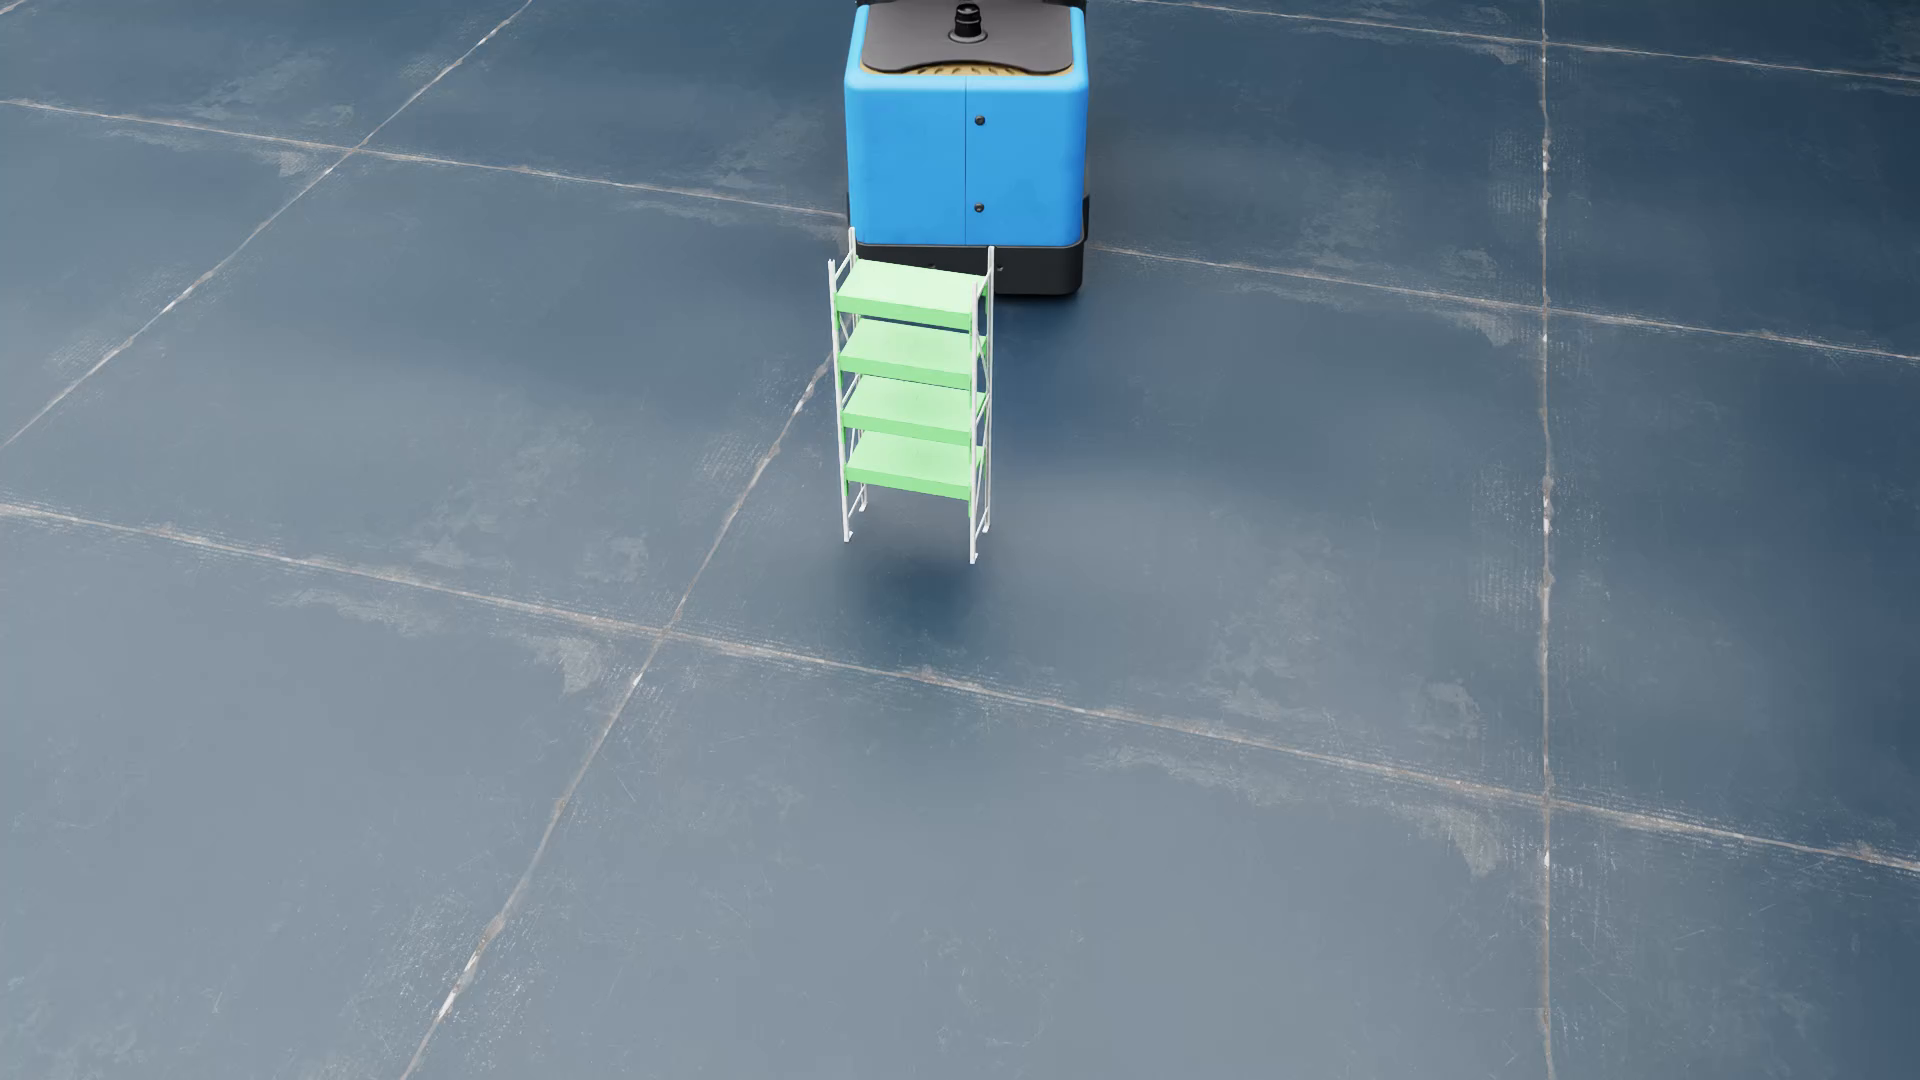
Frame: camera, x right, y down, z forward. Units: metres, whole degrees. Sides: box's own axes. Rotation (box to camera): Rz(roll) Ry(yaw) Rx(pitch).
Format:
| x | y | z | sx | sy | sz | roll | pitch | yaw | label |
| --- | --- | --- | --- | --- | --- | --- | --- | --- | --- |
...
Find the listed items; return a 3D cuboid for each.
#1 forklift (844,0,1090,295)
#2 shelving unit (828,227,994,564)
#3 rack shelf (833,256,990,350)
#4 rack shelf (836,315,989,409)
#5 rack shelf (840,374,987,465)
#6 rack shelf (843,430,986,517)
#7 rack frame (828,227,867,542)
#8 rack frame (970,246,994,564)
| x | y | z | sx | sy | sz | roll | pitch | yaw | label |
| --- | --- | --- | --- | --- | --- | --- | --- | --- | --- |
| 0.061 | -3.146 | 7.717 | 1.130 | 2.935 | 3.031 | 1 | 40 | 1 | forklift |
| -0.160 | -0.487 | 5.897 | 0.503 | 1.200 | 0.258 | 10 | 41 | 11 | shelving unit |
| -0.160 | -0.806 | 5.629 | 0.480 | 0.148 | 0.258 | 10 | 41 | 11 | rack shelf |
| -0.160 | -0.622 | 5.784 | 0.480 | 0.148 | 0.258 | 10 | 41 | 11 | rack shelf |
| -0.160 | -0.438 | 5.938 | 0.480 | 0.148 | 0.258 | 10 | 41 | 11 | rack shelf |
| -0.160 | -0.254 | 6.092 | 0.480 | 0.148 | 0.258 | 10 | 41 | 11 | rack shelf |
| -0.396 | -0.528 | 5.945 | 0.015 | 1.200 | 0.240 | 10 | 41 | 11 | rack frame |
| 0.076 | -0.446 | 5.849 | 0.015 | 1.200 | 0.240 | 10 | 41 | 11 | rack frame |
